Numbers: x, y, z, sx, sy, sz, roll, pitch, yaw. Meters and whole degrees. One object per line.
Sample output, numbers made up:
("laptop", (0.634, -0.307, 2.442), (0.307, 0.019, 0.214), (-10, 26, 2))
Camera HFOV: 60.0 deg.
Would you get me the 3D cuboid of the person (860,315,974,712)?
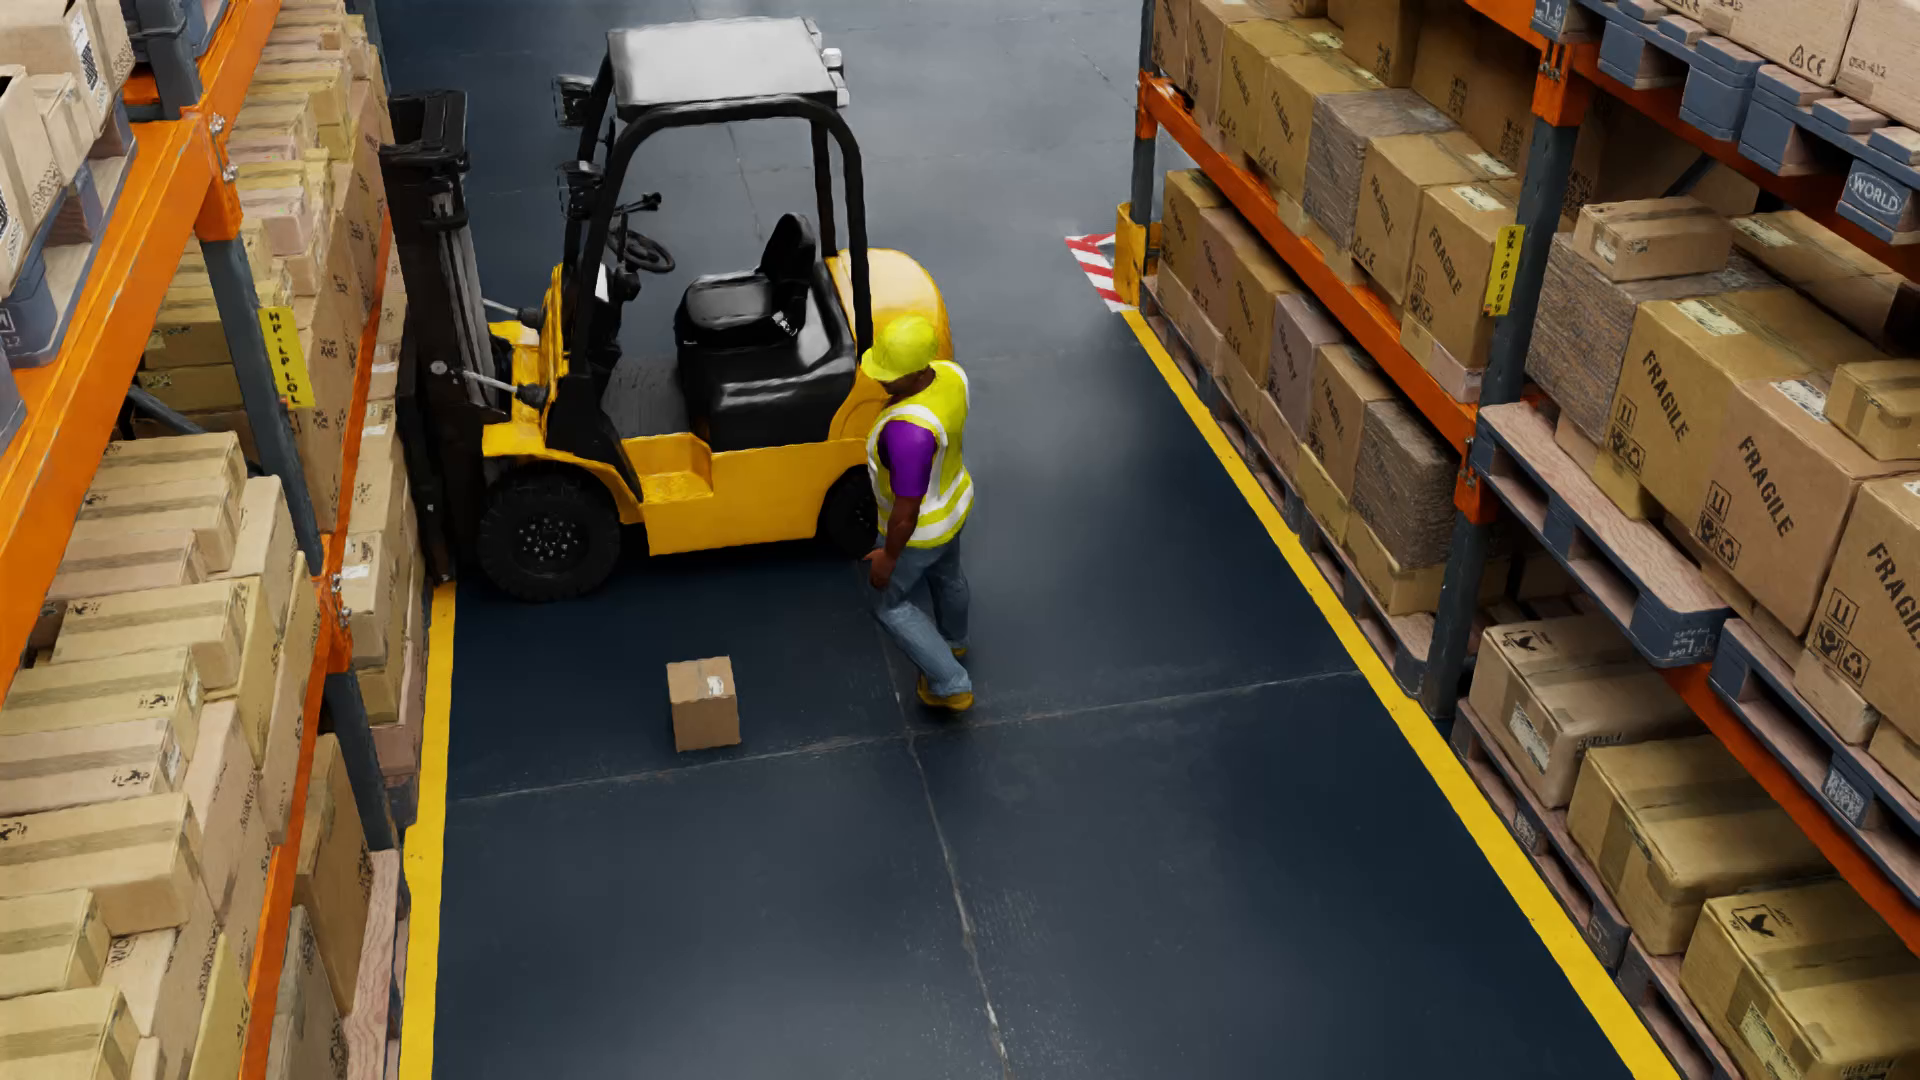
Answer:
("person", (-0.122, -0.103, 6.303), (0.525, 1.752, 0.689), (13, 36, 19))
